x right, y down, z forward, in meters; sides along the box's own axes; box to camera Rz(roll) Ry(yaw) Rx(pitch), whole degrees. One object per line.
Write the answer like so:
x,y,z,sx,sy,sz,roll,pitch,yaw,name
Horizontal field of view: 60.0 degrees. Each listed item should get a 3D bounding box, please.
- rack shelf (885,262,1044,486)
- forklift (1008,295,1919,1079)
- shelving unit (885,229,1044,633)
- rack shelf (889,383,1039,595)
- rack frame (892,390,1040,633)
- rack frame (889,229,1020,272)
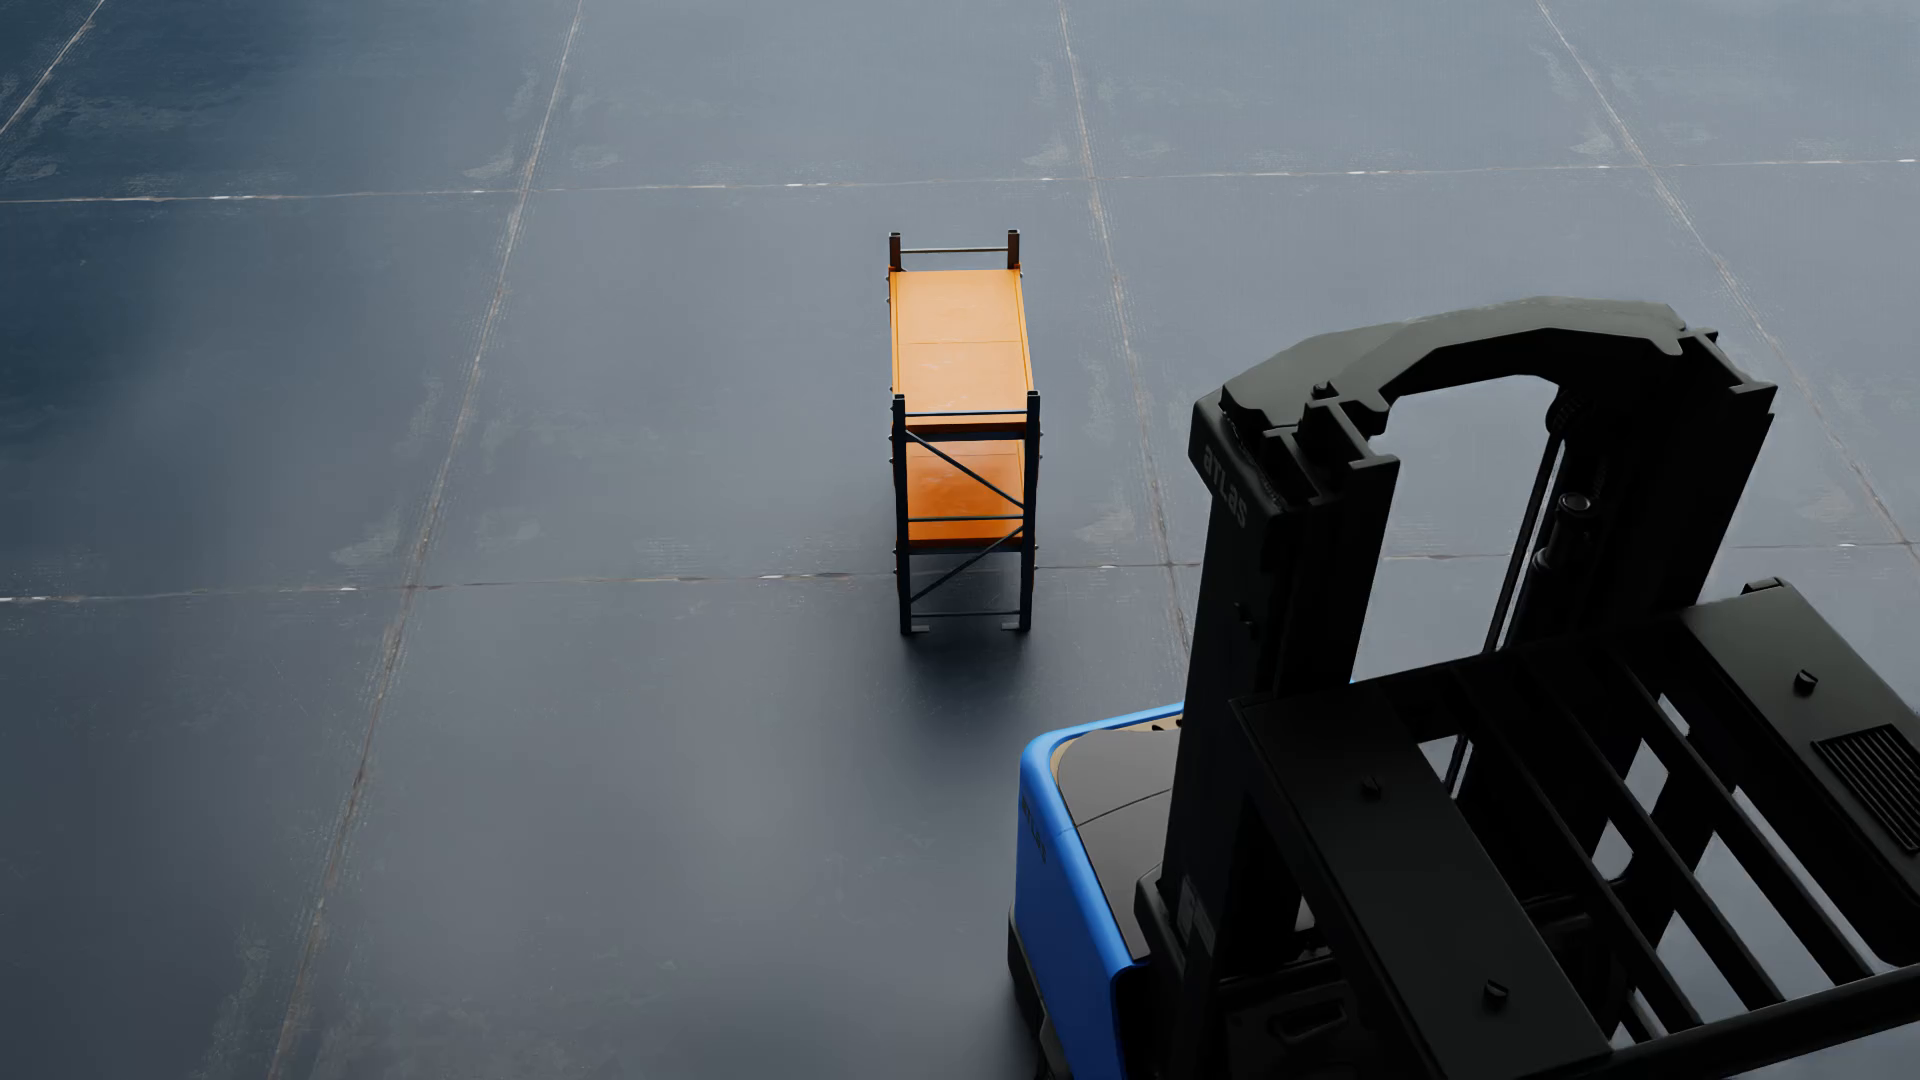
0.000,-0.635,6.177,0.538,0.278,1.000,-2,43,-2,rack shelf
1.052,1.120,3.359,1.130,2.935,3.031,-11,44,-12,forklift
0.000,-0.419,6.375,0.538,1.125,1.048,-2,43,-2,shelving unit
0.000,-0.239,6.540,0.538,0.278,1.000,-2,43,-2,rack shelf
0.021,-0.076,6.000,0.500,1.125,0.032,-2,43,-2,rack frame
-0.022,-0.762,6.749,0.500,1.125,0.032,-2,43,-2,rack frame
